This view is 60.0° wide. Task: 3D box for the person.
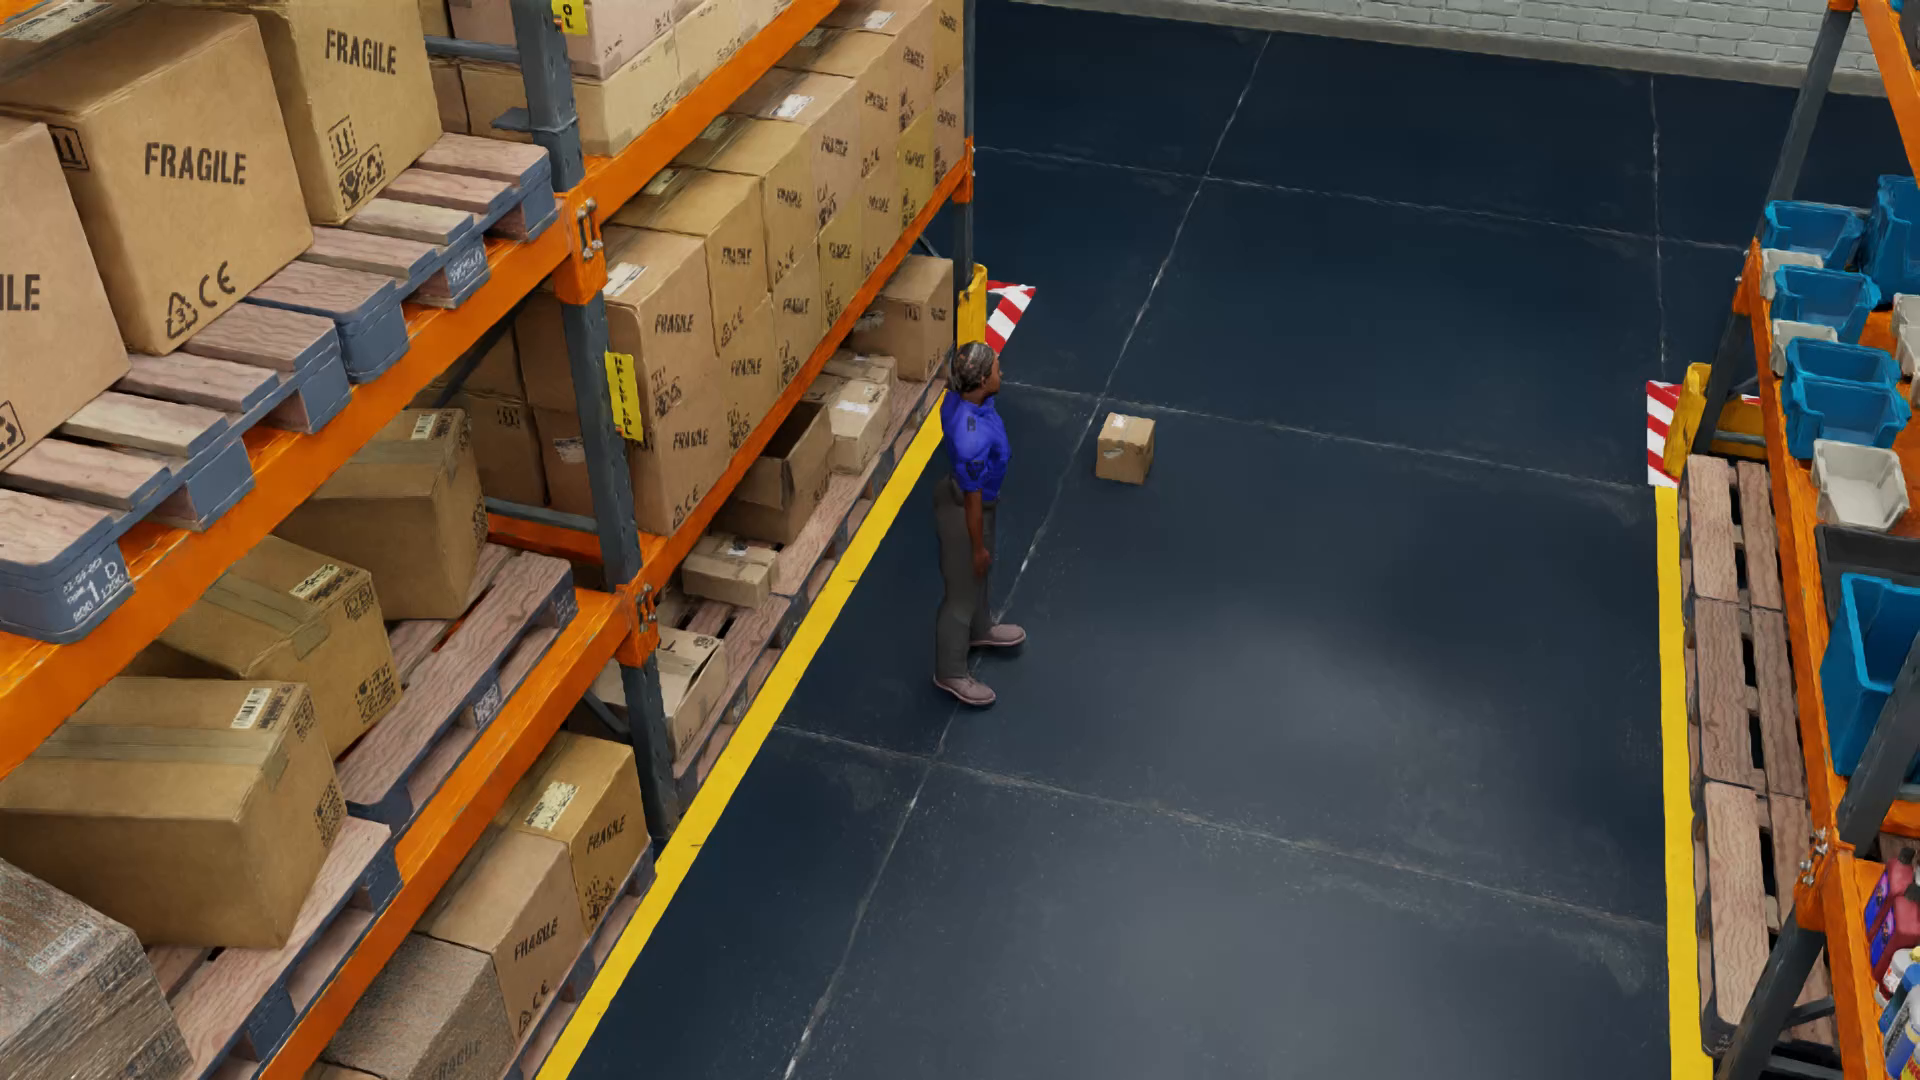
[{"bbox_3d":[0.092,-0.096,6.979,0.437,1.666,0.535,-3,37,-3],"label":"person"}]
